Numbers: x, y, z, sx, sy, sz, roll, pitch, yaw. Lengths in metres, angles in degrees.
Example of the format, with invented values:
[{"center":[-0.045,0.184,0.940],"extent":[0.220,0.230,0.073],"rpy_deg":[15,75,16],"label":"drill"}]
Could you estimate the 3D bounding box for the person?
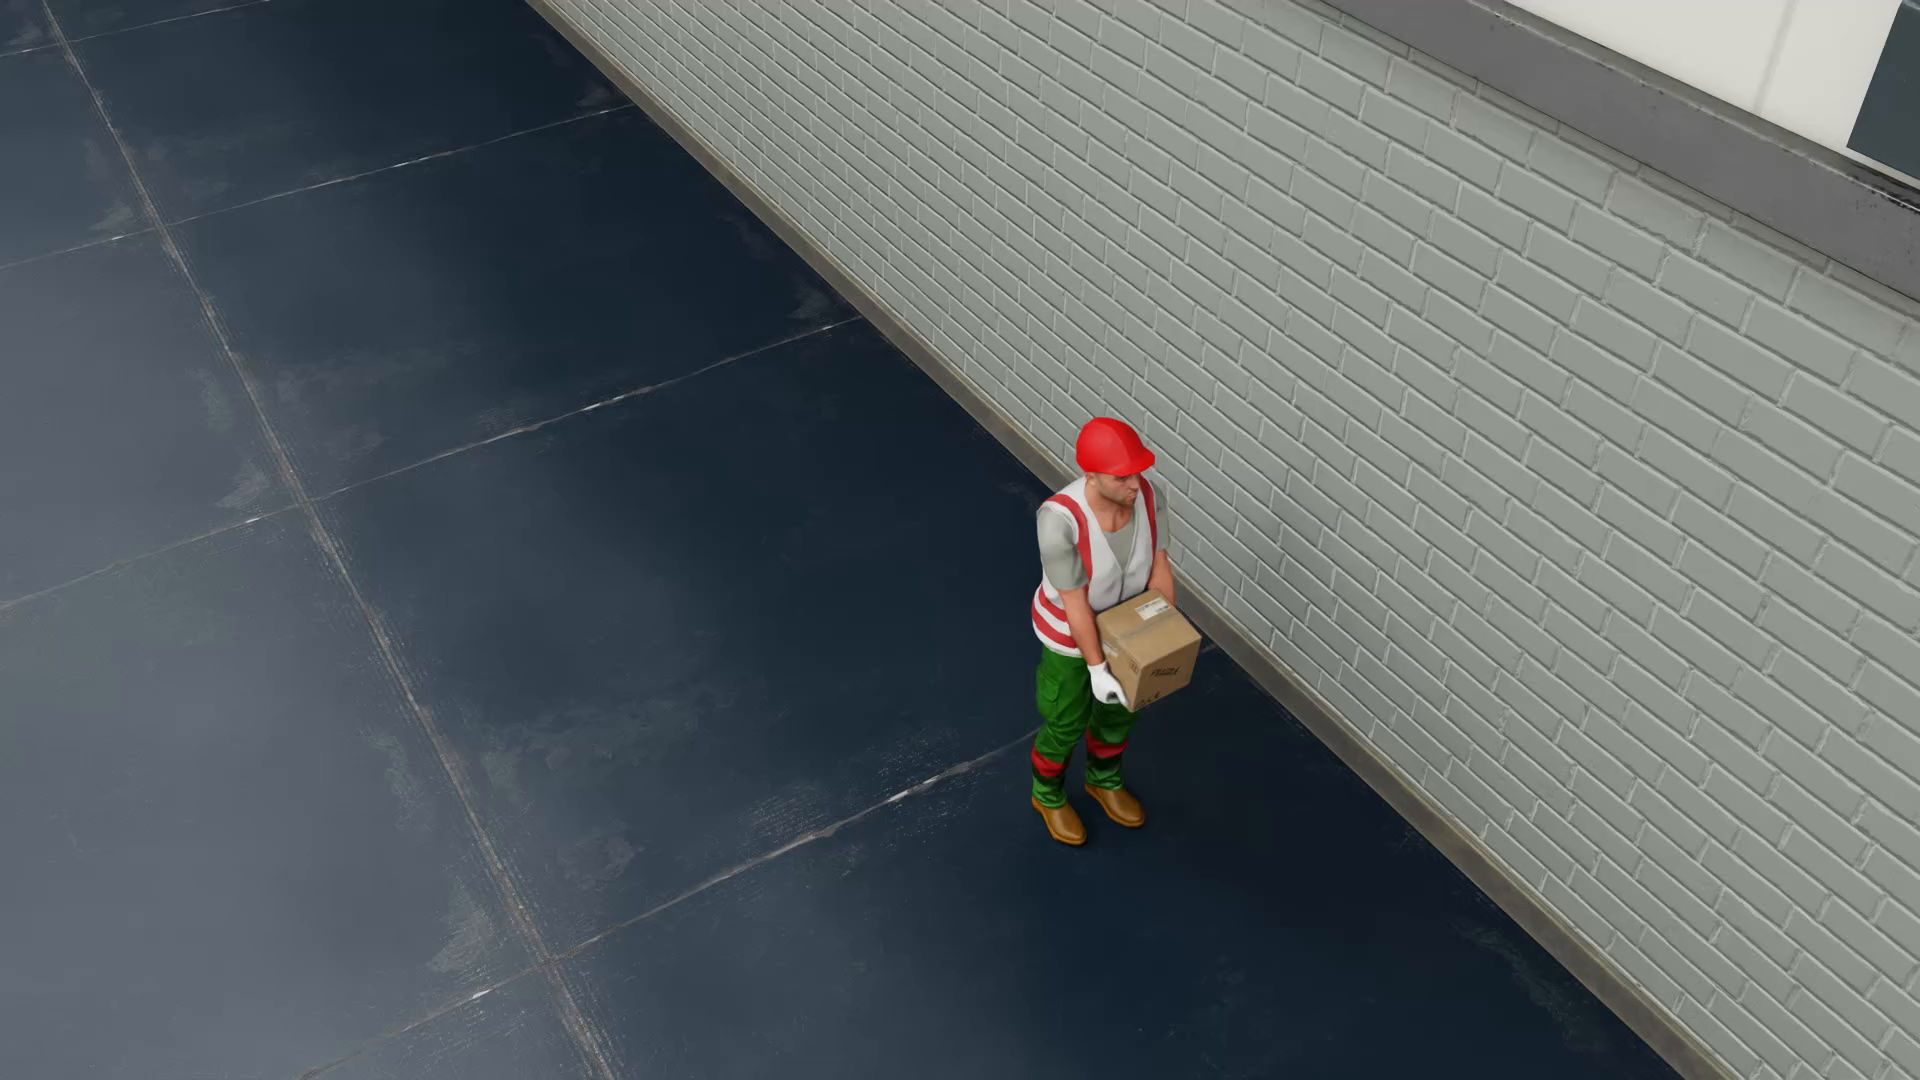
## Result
[{"center":[0.521,0.362,5.713],"extent":[0.495,1.786,0.556],"rpy_deg":[-23,46,-25],"label":"person"}]
